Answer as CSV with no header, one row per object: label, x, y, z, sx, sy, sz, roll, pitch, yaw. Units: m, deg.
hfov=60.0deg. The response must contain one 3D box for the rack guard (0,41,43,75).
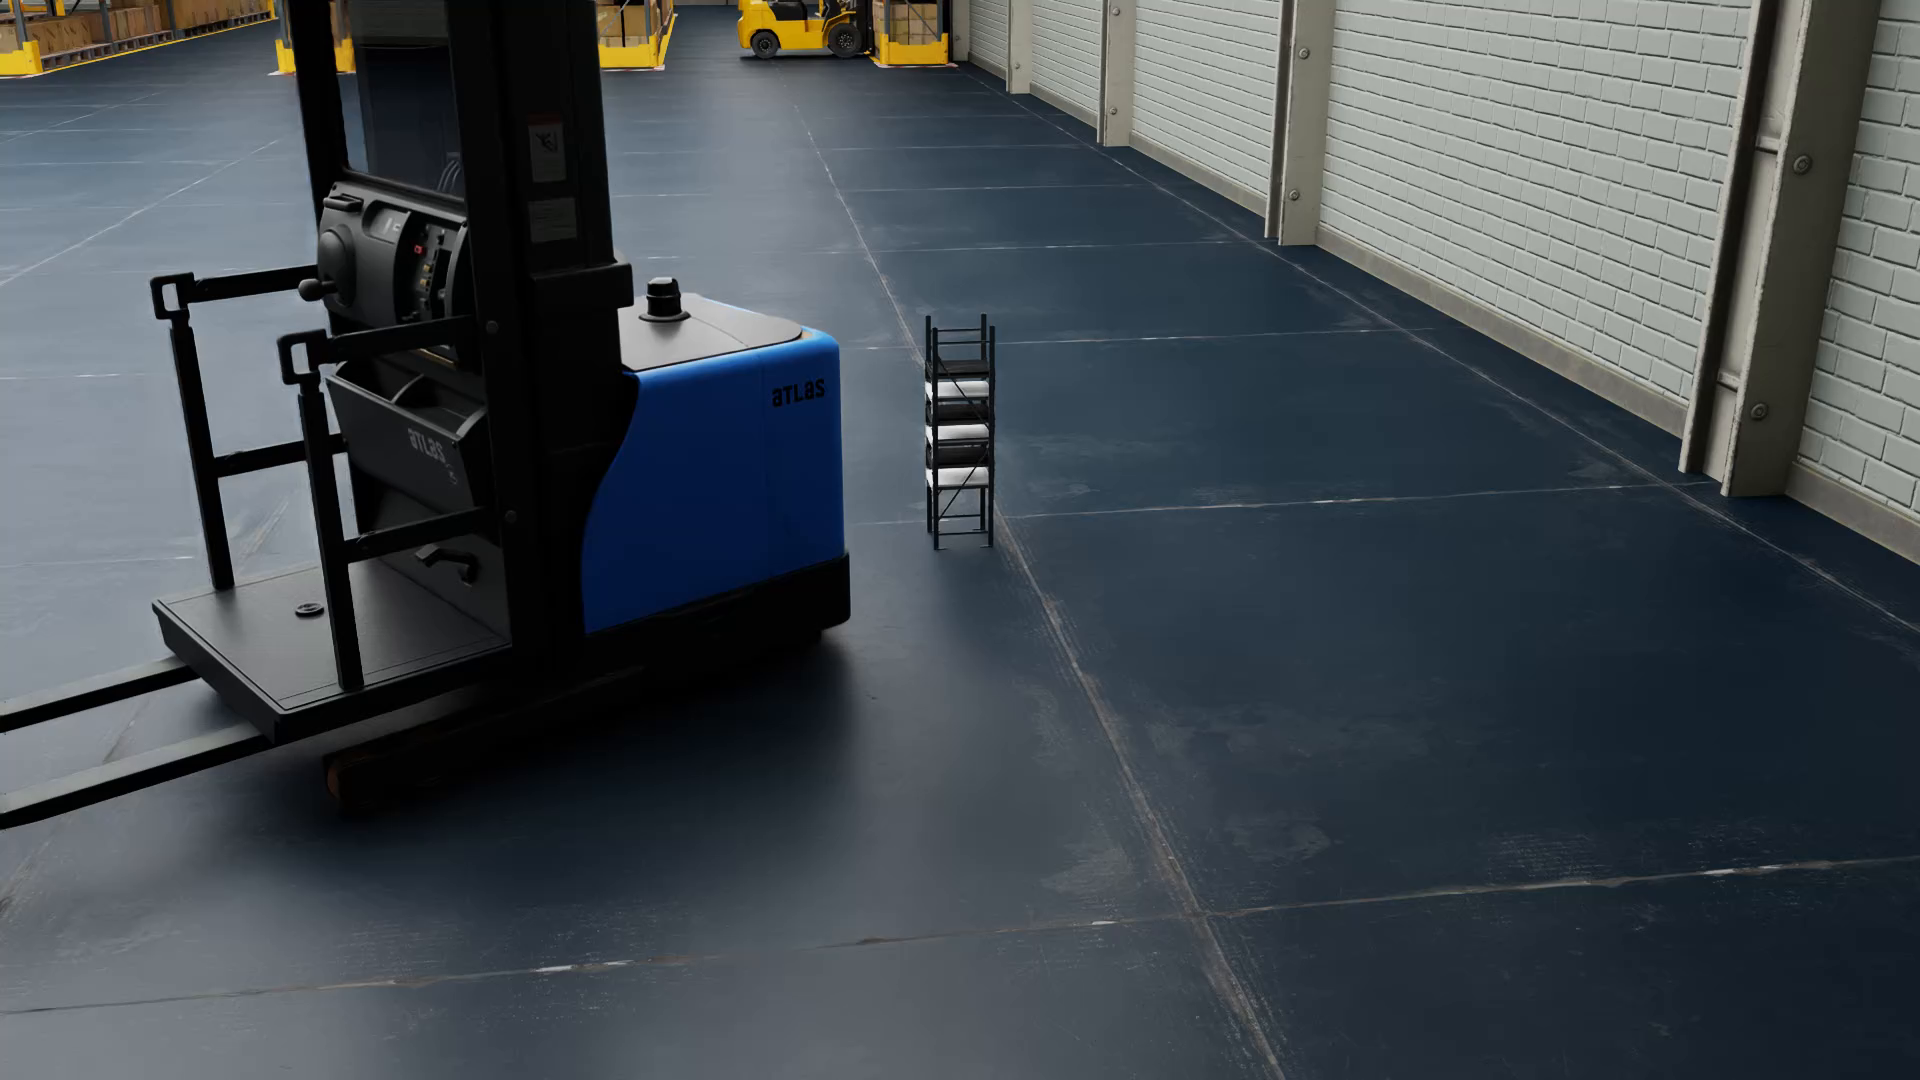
rack guard,-15.528,-7.794,26.871,1.175,0.500,0.348,-3,21,-8

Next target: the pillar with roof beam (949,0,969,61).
pillar with roof beam,-4.268,-12.570,27.511,9.100,9.000,0.400,-3,21,-8

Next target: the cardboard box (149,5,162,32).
cardboard box,-16.554,-10.513,33.521,0.700,0.500,0.500,-4,21,-11

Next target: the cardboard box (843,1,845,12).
cardboard box,-2.366,-11.977,37.468,0.500,0.500,0.500,-2,21,-5

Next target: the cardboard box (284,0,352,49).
cardboard box,-10.758,-8.587,27.857,0.875,0.875,0.875,-3,21,-7

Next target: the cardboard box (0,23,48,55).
cardboard box,-15.711,-8.387,27.857,0.500,0.500,0.500,2,21,6

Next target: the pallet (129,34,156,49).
pallet,-16.387,-9.711,32.414,1.003,0.211,1.213,-3,21,-8

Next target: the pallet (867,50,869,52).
pallet,-1.303,-9.492,31.828,1.003,0.211,1.213,-3,21,-8

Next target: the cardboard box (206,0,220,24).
cardboard box,-17.006,-11.765,36.367,1.225,0.875,0.875,-4,21,-10

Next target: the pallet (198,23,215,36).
pallet,-16.882,-11.101,36.136,1.003,0.211,1.213,-3,21,-8

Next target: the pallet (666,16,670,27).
pallet,-7.255,-12.024,38.608,1.003,0.211,1.213,-3,21,-8

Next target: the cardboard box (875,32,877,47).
cardboard box,-1.242,-8.919,29.638,0.500,0.250,0.500,-3,21,-8

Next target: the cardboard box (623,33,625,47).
cardboard box,-6.161,-8.794,29.303,0.500,0.250,0.500,-3,21,-8

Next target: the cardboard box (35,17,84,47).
cardboard box,-15.986,-9.011,29.529,0.500,0.500,0.500,4,21,9

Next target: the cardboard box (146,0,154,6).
cardboard box,-16.544,-10.865,33.391,0.500,0.250,0.500,-2,21,-6

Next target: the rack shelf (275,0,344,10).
rack shelf,-10.883,-9.510,28.919,1.077,0.370,4.000,-3,21,-8

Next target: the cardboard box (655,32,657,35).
cardboard box,-5.620,-8.818,29.368,0.500,0.250,0.500,-2,21,-6

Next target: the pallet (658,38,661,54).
pallet,-6.156,-9.287,31.279,1.003,0.211,1.213,-3,21,-8

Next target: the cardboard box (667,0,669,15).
cardboard box,-7.425,-12.813,39.797,0.875,0.438,0.875,-3,21,-9

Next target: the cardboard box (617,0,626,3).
cardboard box,-6.308,-9.502,30.127,0.500,0.500,0.500,-2,21,-5

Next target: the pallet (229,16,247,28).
pallet,-17.279,-12.055,38.690,1.003,0.211,1.213,-3,21,-8

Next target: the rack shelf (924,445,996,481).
rack shelf,-0.001,-0.309,6.609,0.258,0.077,0.200,-3,21,-8

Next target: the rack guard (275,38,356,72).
rack guard,-10.591,-7.975,27.354,1.175,0.500,0.348,-3,21,-8

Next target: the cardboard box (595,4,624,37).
cardboard box,-6.085,-8.963,28.685,0.500,0.500,0.500,-3,21,-7

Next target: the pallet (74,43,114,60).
pallet,-15.962,-8.787,29.941,1.003,0.211,1.213,-3,21,-8

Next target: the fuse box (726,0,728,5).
fuse box,-6.754,-16.382,48.131,0.539,1.711,0.414,-3,21,-8

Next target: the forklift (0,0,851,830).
forklift,-1.816,-0.821,4.726,3.031,2.935,1.130,-17,27,-39

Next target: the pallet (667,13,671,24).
pallet,-7.473,-12.555,40.029,1.003,0.211,1.213,-3,21,-8

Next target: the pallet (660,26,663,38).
pallet,-6.753,-10.632,34.881,1.003,0.211,1.213,-3,21,-8

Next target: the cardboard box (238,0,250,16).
cardboard box,-17.393,-12.839,39.242,0.875,0.875,0.875,-3,21,-8

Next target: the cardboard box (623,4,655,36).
cardboard box,-5.558,-9.000,28.785,0.500,0.500,0.500,-4,21,-10

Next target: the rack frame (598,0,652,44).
rack frame,-5.711,-9.439,27.701,1.000,3.000,0.127,-3,21,-8

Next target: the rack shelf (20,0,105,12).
rack shelf,-15.806,-9.295,28.343,1.077,0.370,4.000,-3,21,-8

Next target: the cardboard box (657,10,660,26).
cardboard box,-6.678,-10.723,34.295,0.950,0.372,0.625,-3,21,-9

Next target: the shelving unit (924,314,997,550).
shelving unit,-0.001,-0.424,6.566,0.258,0.900,0.210,-3,21,-8

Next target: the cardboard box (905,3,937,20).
cardboard box,-0.682,-9.244,29.079,0.500,0.250,0.500,-3,21,-9

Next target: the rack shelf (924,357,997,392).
rack shelf,-0.001,-0.646,6.483,0.258,0.077,0.200,-3,21,-8

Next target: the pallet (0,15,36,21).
pallet,-22.472,-12.214,39.116,1.003,0.211,1.213,-3,21,-8

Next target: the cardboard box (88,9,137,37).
cardboard box,-16.292,-9.933,31.967,0.700,0.500,0.500,-5,21,-12

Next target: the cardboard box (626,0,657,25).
cardboard box,-5.787,-9.540,30.229,0.500,0.500,0.500,-2,21,-5

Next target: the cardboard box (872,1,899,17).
cardboard box,-1.337,-9.562,29.931,0.500,0.250,0.500,-3,21,-7

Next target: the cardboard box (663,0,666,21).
cardboard box,-7.006,-11.963,36.894,0.875,0.875,0.875,-3,21,-7

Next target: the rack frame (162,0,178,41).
rack frame,-16.671,-11.709,33.779,1.000,3.000,0.127,-3,21,-8

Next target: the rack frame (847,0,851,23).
rack frame,-1.953,-12.460,35.791,1.000,3.000,0.127,-3,21,-8

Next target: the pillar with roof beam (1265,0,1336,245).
pillar with roof beam,-1.674,-6.338,10.825,9.100,9.000,0.400,-3,21,-8

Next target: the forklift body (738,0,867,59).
forklift body,-2.878,-9.858,30.035,2.313,2.155,1.214,-3,21,-8

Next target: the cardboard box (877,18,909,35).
cardboard box,-1.179,-8.986,29.104,0.500,0.250,0.500,-3,21,-8
